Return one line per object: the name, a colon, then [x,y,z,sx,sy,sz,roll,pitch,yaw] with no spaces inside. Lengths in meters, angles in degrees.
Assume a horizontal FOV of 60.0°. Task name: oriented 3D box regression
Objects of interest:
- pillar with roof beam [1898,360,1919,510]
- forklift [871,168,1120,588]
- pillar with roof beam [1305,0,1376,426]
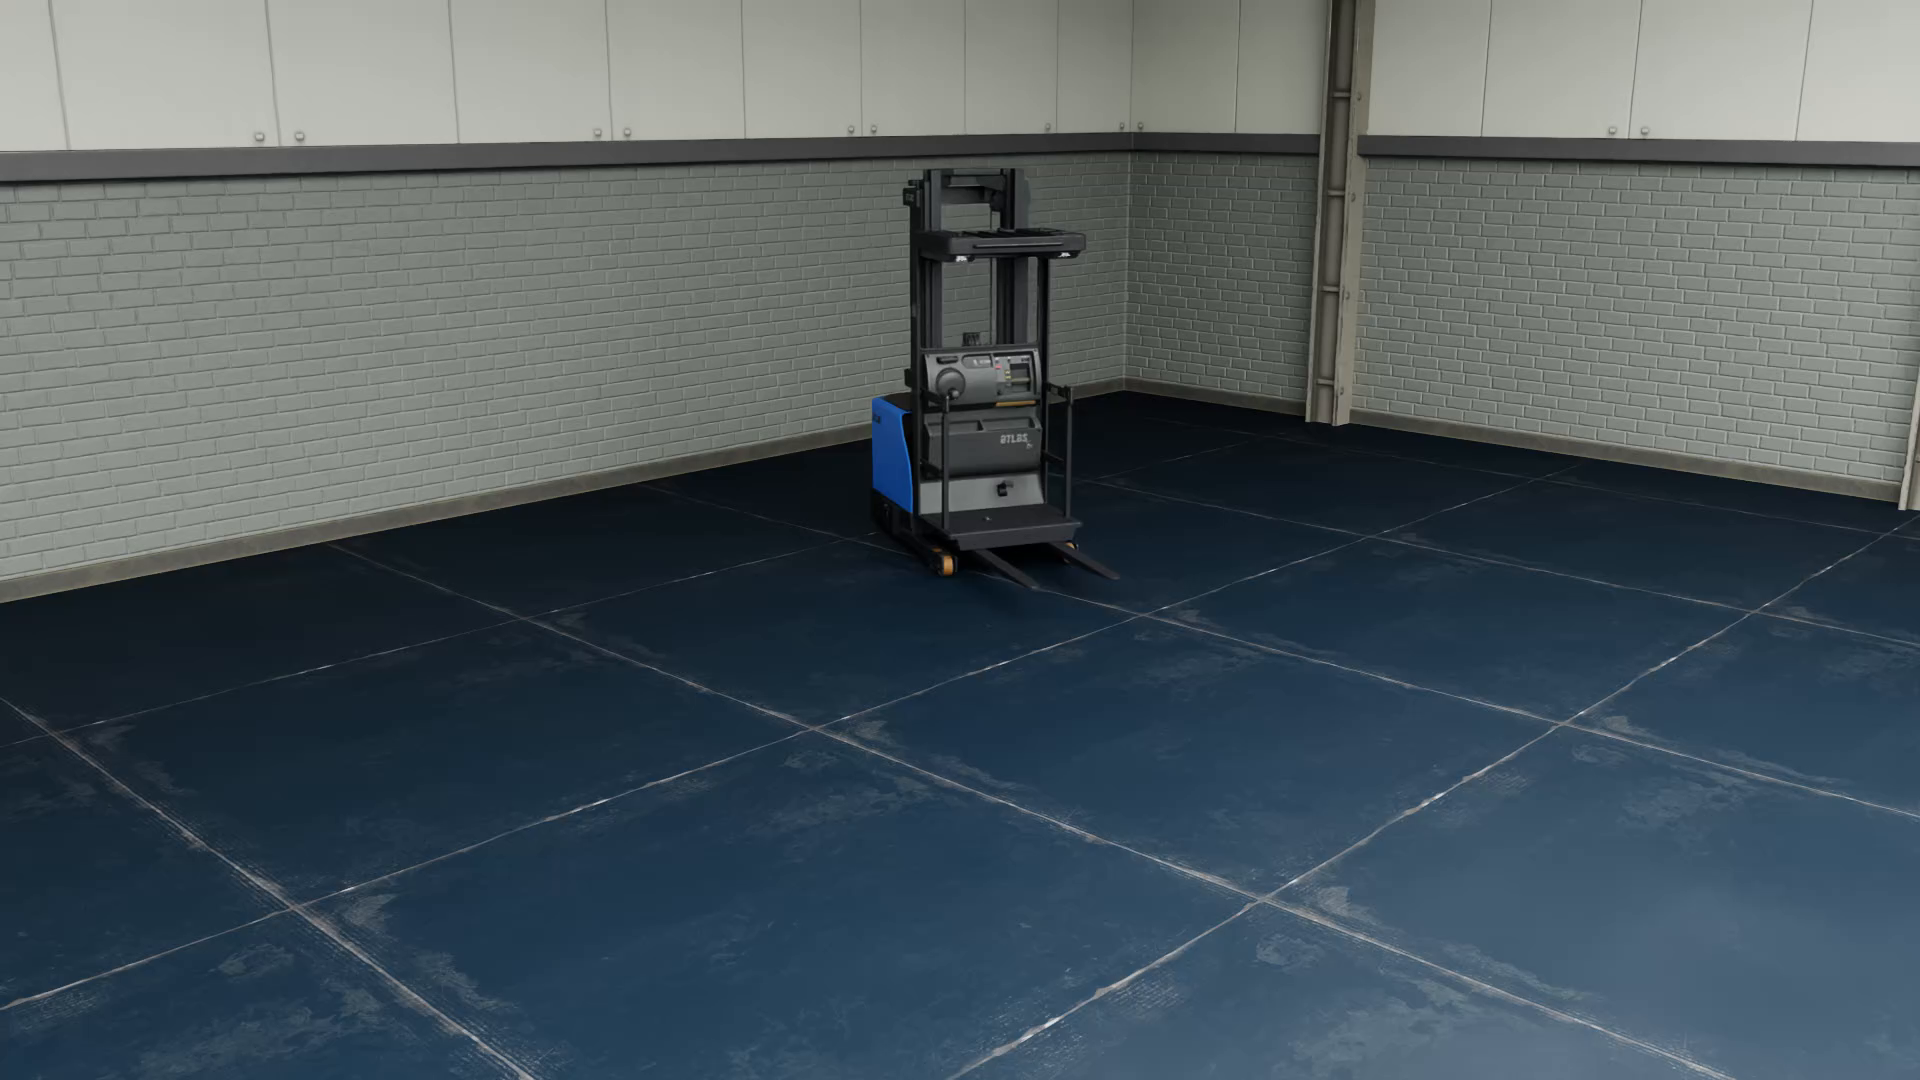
pillar with roof beam: [5.413,-3.833,10.297,0.400,9.000,9.100,14,20,42]
forklift: [0.256,-1.266,12.476,1.130,2.935,3.031,-6,16,-20]
pillar with roof beam: [1.094,-4.883,14.327,0.400,9.000,9.100,14,20,42]
